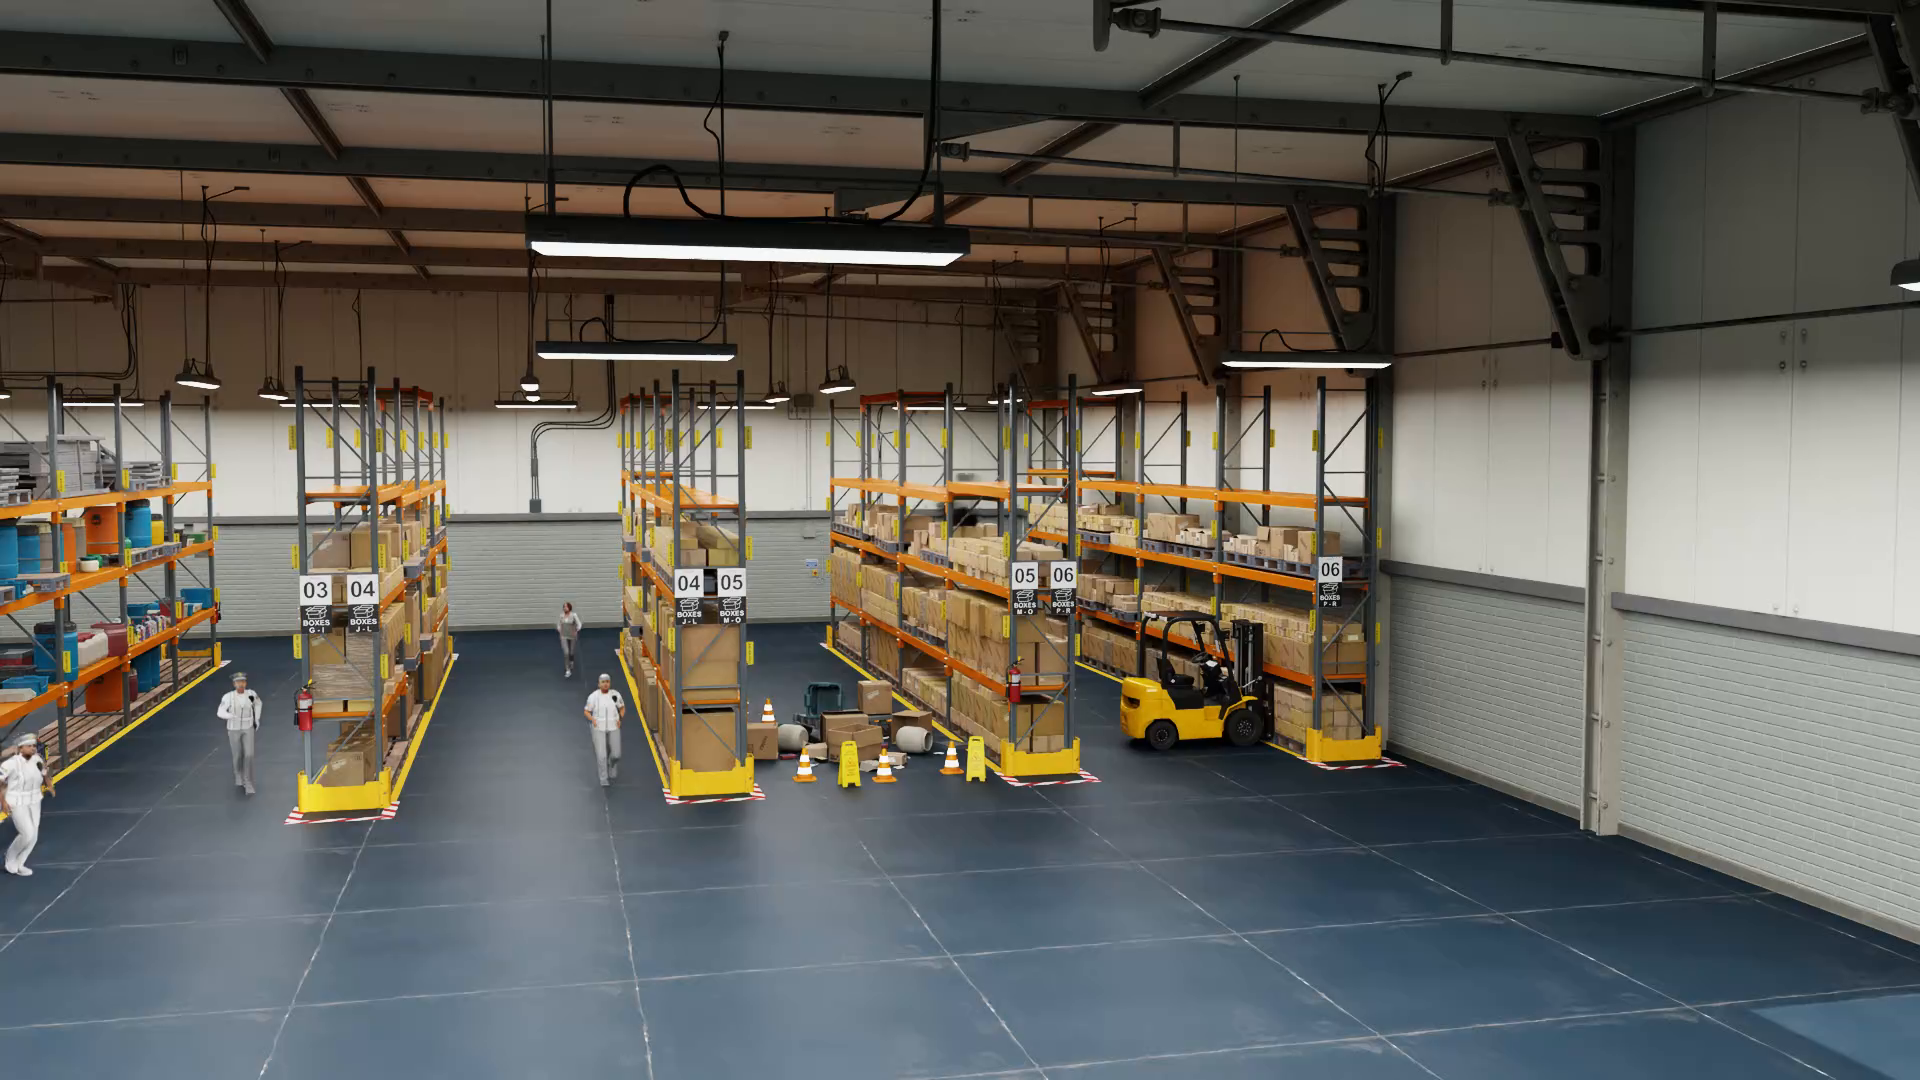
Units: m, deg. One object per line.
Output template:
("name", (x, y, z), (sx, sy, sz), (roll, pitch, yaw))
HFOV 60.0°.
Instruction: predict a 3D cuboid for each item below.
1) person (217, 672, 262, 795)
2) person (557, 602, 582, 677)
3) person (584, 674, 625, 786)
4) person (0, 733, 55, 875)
("person", (-10.287, 2.742, 23.774), (0.598, 1.743, 0.776), (-2, 4, -25))
("person", (-8.356, 2.110, 35.543), (0.535, 1.579, 0.594), (0, 3, -4))
("person", (-5.149, 2.751, 24.167), (0.603, 1.617, 0.571), (-1, 4, -19))
("person", (-10.738, 3.044, 19.149), (0.567, 1.649, 0.573), (1, 4, 22))
